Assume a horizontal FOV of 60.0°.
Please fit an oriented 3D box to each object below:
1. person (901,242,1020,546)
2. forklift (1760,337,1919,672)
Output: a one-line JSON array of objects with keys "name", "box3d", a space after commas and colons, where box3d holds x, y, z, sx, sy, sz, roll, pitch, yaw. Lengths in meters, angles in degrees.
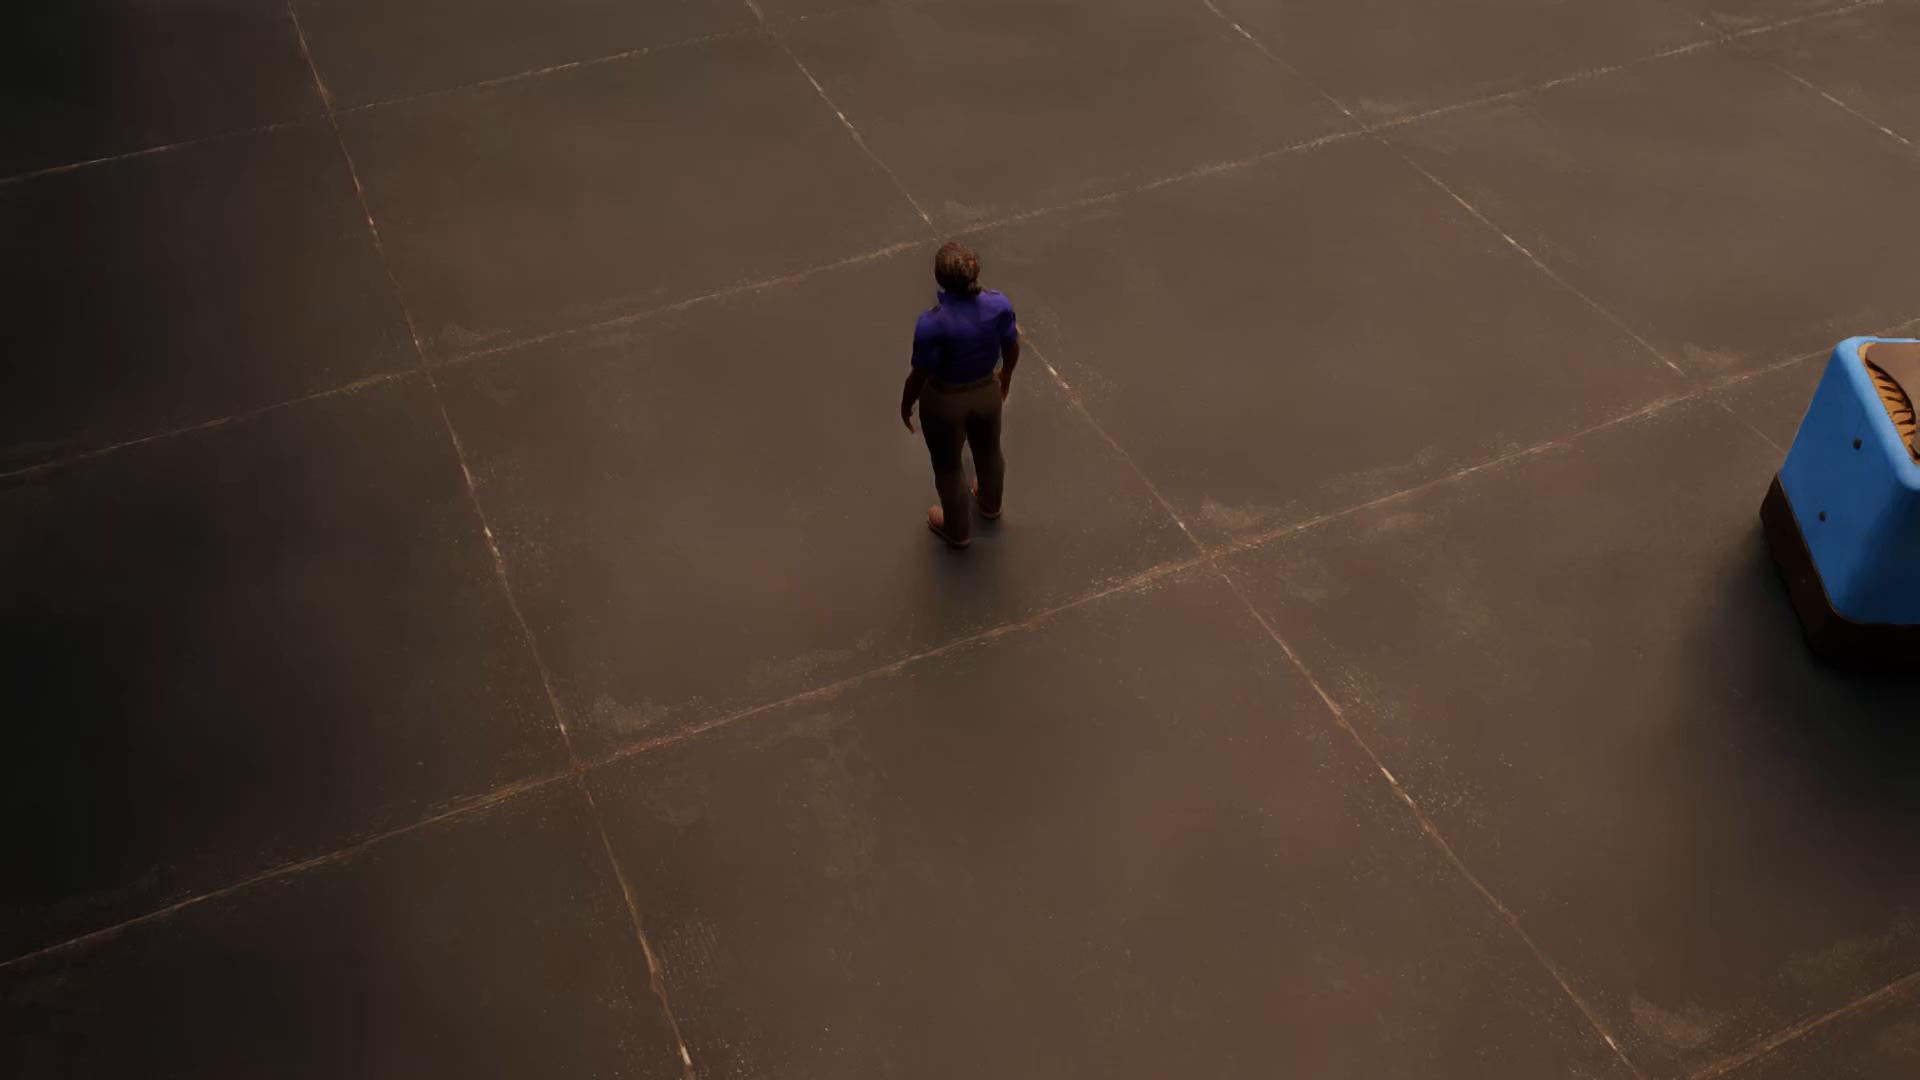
[{"name": "person", "box3d": [-0.019, -0.666, 7.327, 0.570, 1.642, 0.503, -18, 46, -18]}, {"name": "forklift", "box3d": [5.247, -0.757, 6.492, 3.031, 2.935, 1.130, 4, 43, 4]}]
